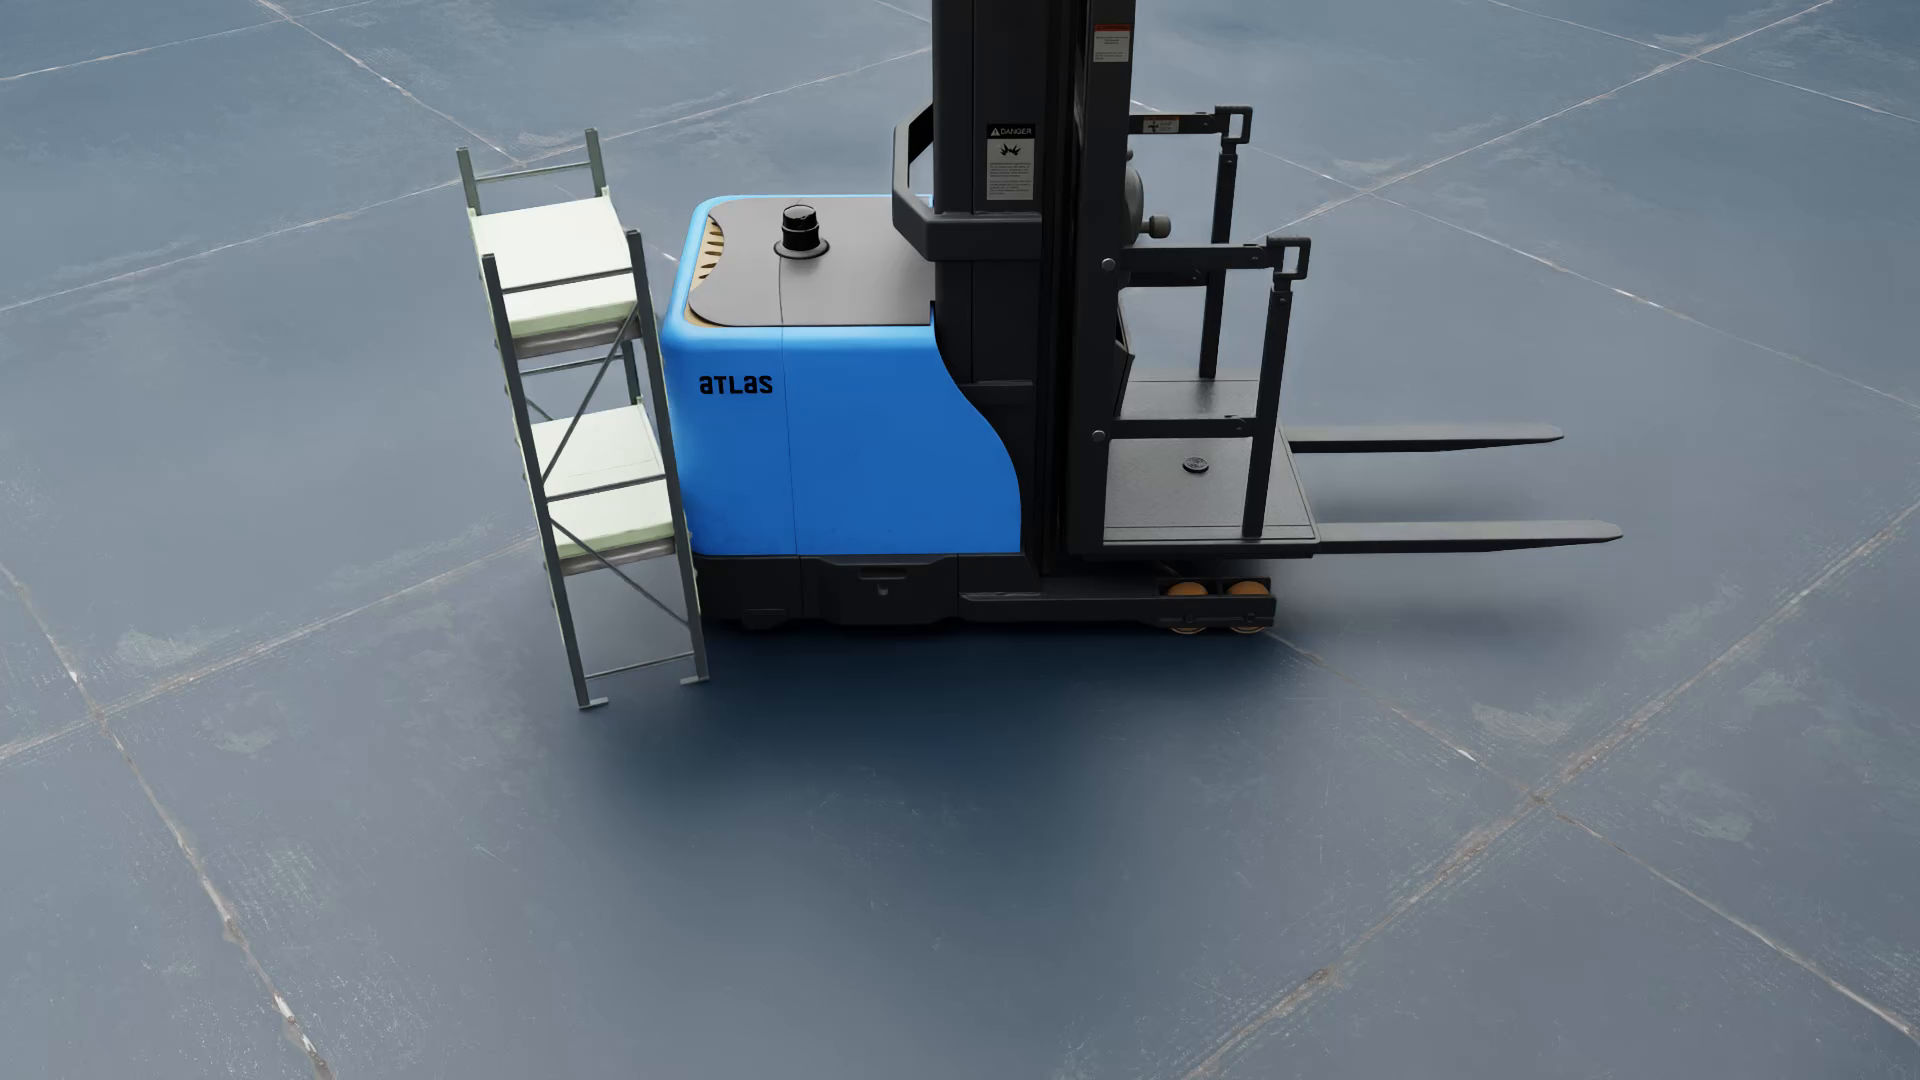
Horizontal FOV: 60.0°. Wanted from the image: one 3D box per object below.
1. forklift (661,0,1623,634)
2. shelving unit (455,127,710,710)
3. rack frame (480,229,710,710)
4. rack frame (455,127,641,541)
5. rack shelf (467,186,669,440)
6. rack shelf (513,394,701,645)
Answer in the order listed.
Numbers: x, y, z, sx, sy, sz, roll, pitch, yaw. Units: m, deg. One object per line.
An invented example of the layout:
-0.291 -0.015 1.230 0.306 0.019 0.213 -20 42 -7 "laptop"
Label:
0.630 -1.203 4.913 3.031 2.935 1.130 -1 35 -1 "forklift"
-1.103 -0.343 4.924 0.431 1.500 0.755 -13 37 -14 "shelving unit"
-0.986 -0.142 4.641 0.400 1.500 0.023 -13 37 -14 "rack frame"
-1.220 -0.543 5.207 0.400 1.500 0.023 -13 37 -14 "rack frame"
-1.114 -0.659 4.695 0.431 0.370 0.720 -13 37 -14 "rack shelf"
-1.093 -0.079 5.115 0.431 0.370 0.720 -13 37 -14 "rack shelf"
